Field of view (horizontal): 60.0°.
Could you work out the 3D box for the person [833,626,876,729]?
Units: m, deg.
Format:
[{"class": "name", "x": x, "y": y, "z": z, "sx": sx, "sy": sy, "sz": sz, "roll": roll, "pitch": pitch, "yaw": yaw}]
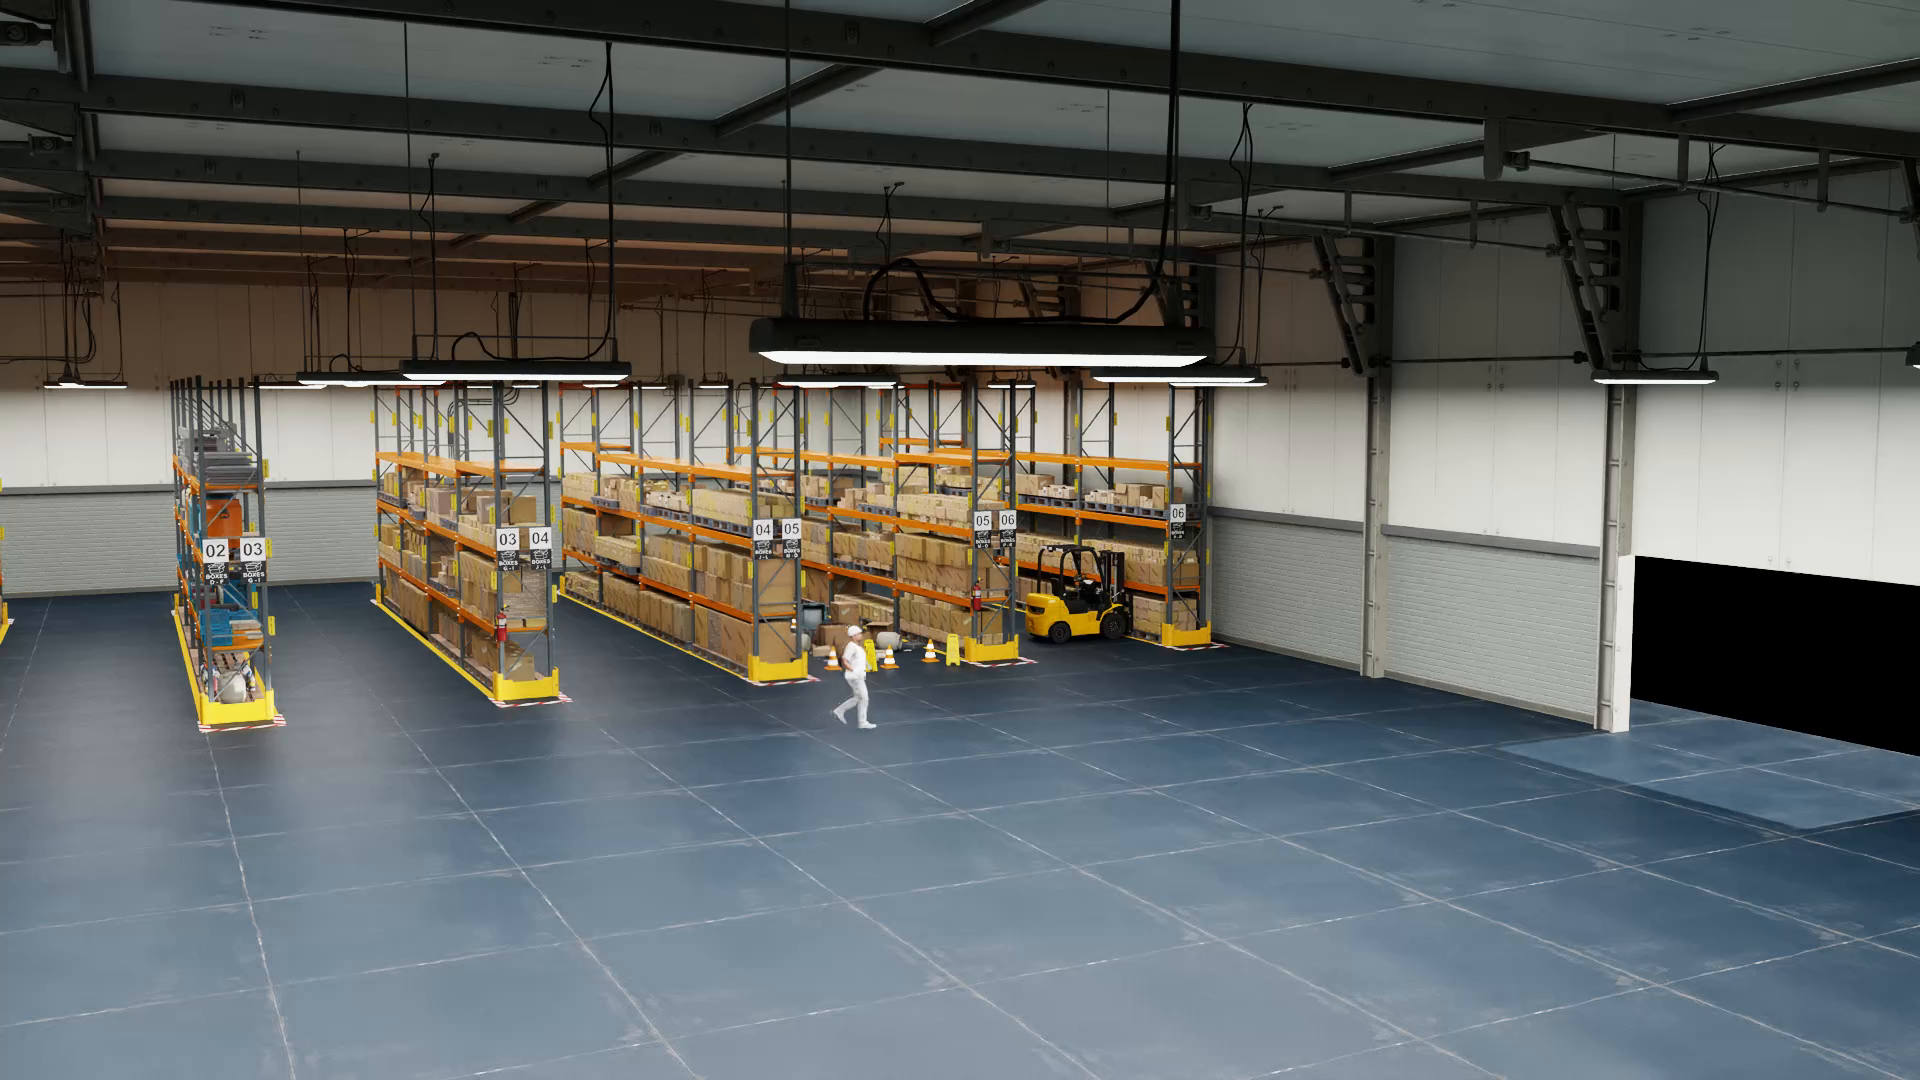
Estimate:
[{"class": "person", "x": -1.798, "y": 2.333, "z": 28.272, "sx": 0.752, "sy": 1.762, "sz": 0.712, "roll": 0, "pitch": 5, "yaw": 4}]
